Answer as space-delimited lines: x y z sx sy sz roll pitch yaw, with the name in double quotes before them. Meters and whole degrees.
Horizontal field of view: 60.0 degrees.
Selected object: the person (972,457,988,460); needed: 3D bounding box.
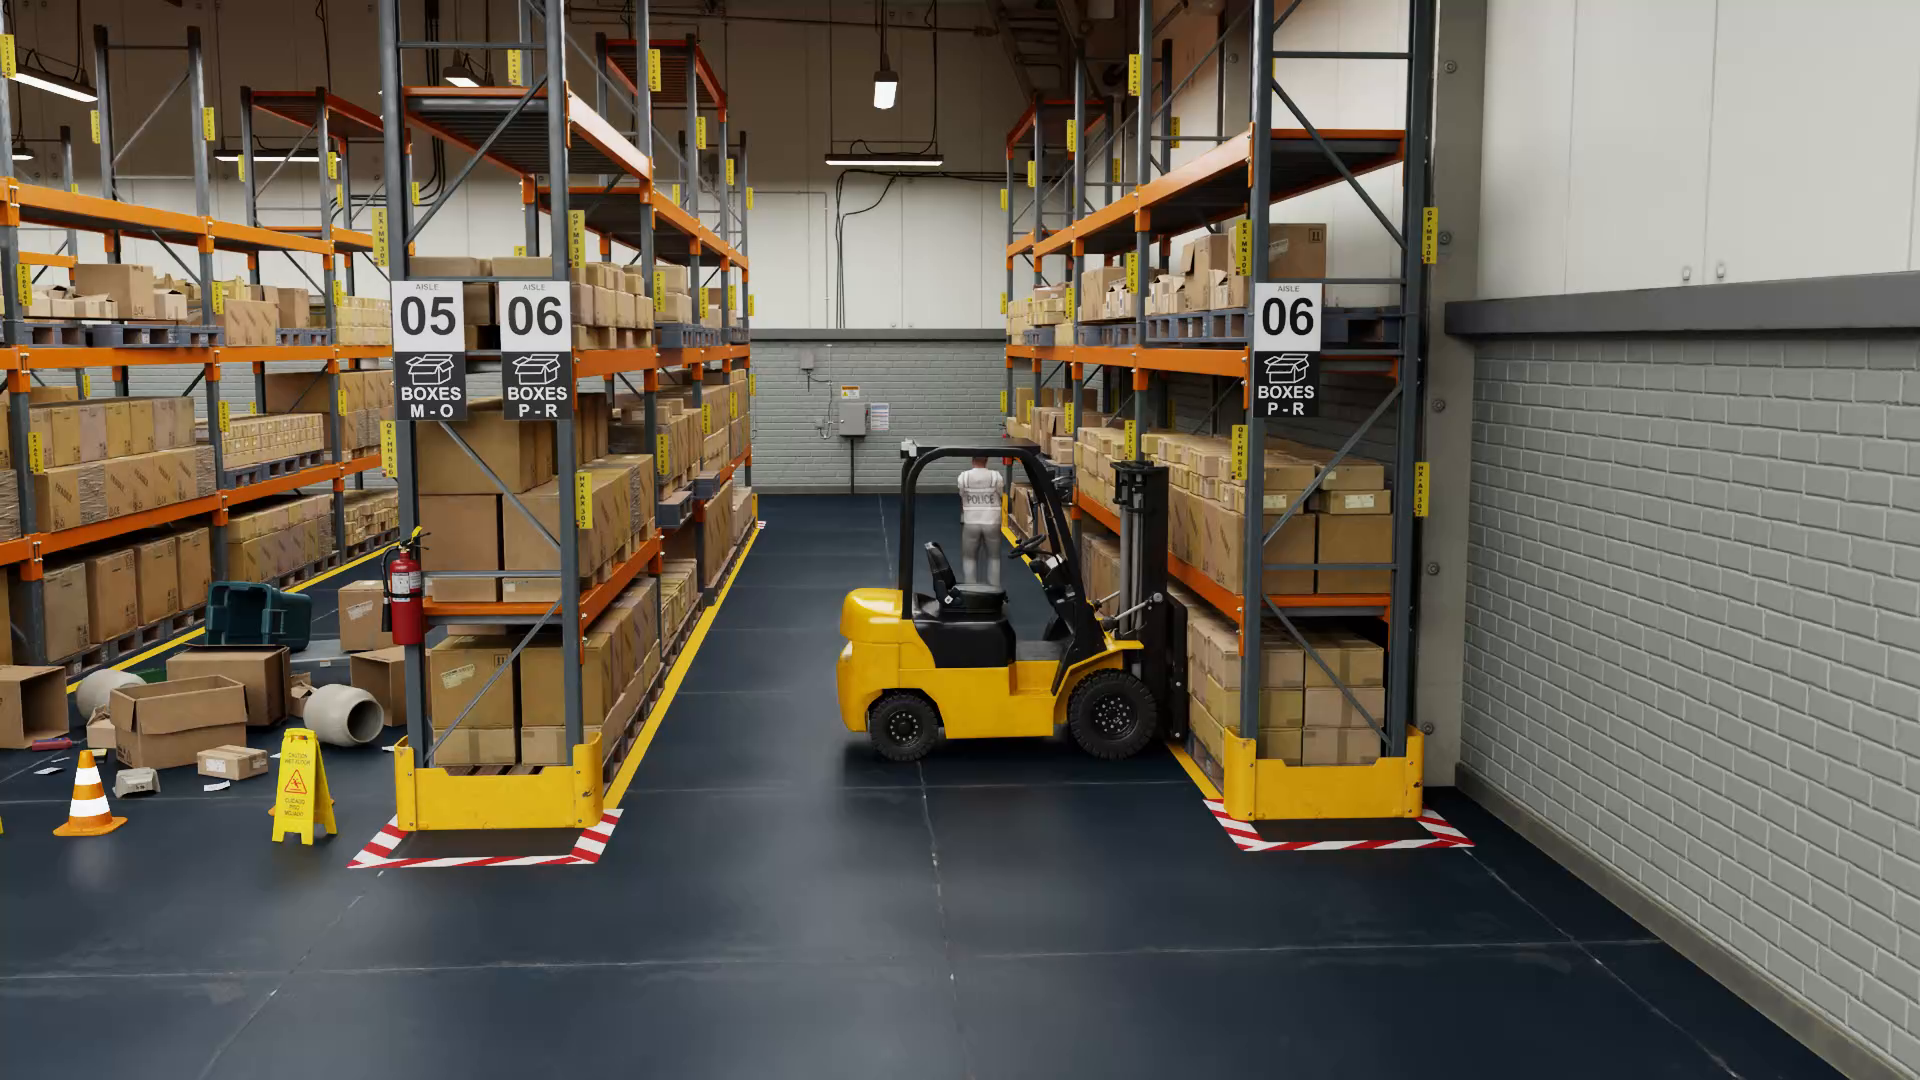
"person" 0.243 -0.169 18.046 0.419 1.767 0.422 0 7 1
